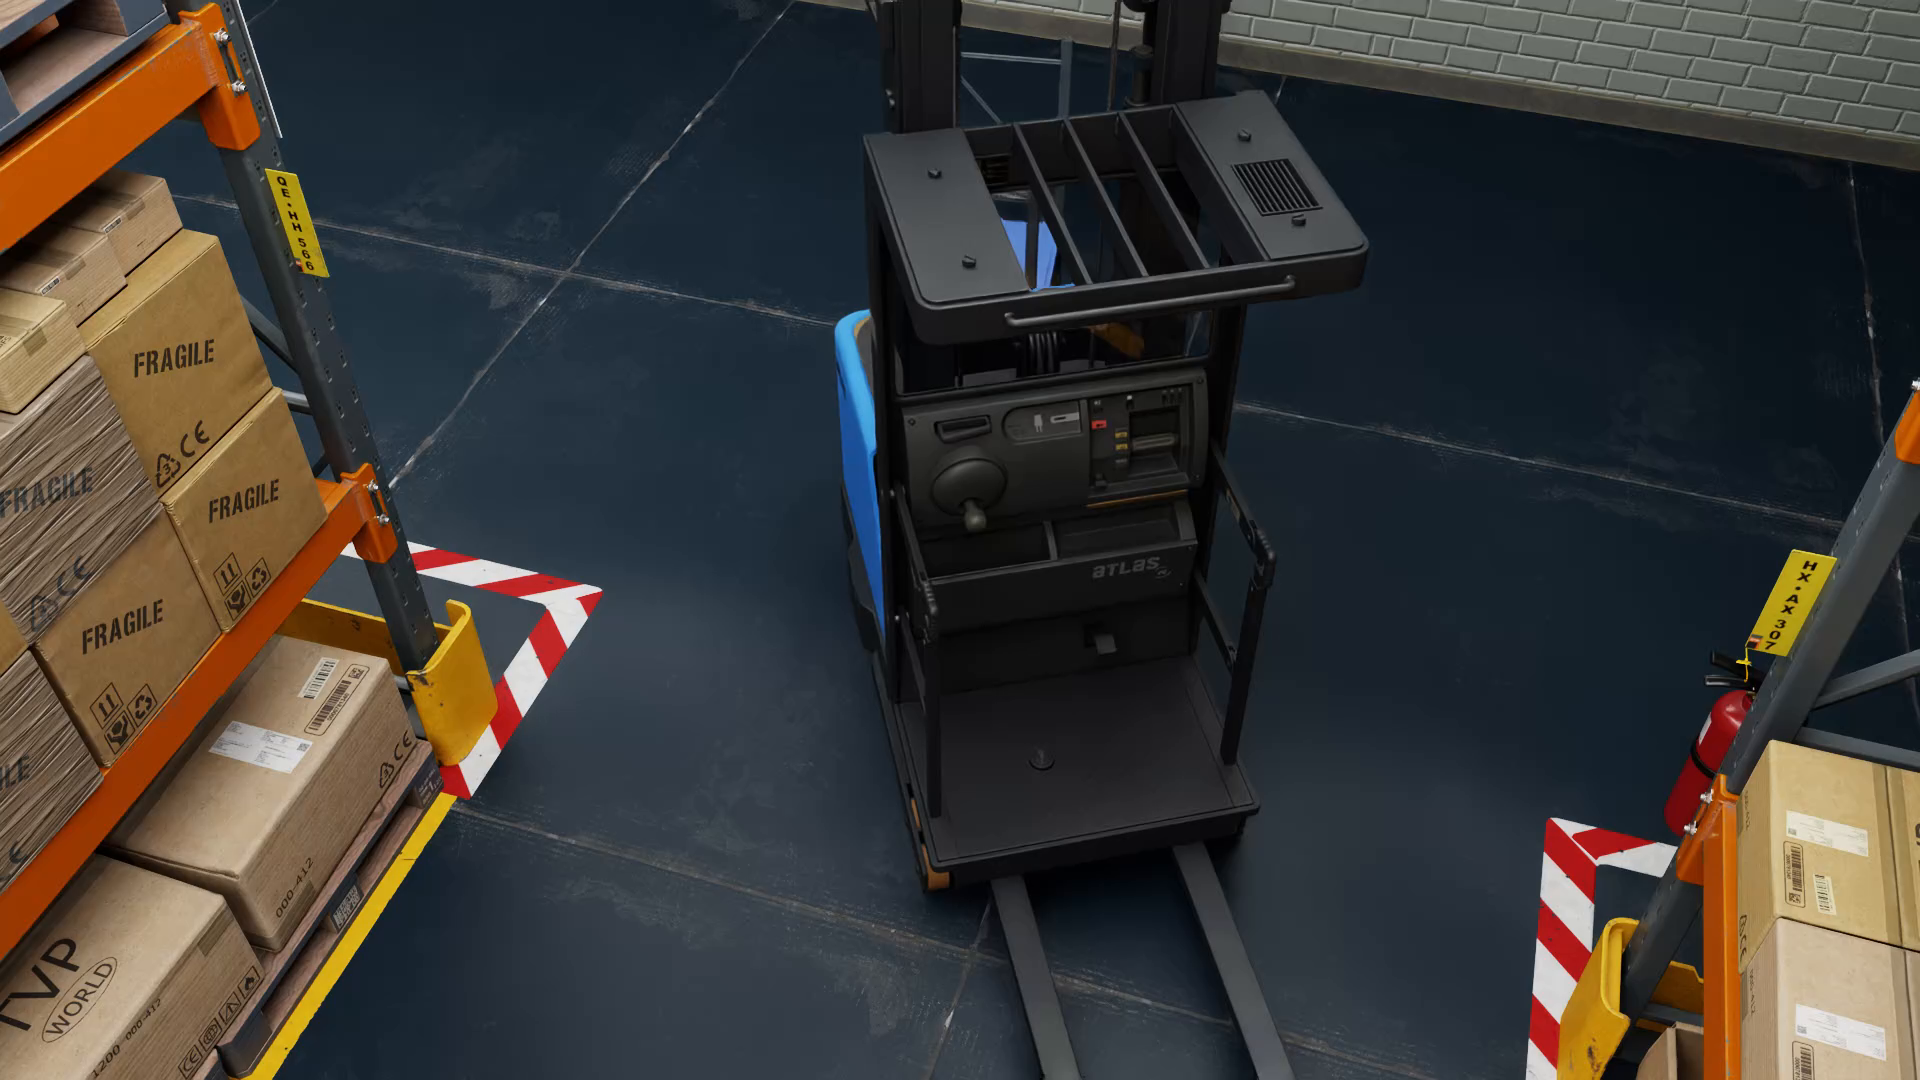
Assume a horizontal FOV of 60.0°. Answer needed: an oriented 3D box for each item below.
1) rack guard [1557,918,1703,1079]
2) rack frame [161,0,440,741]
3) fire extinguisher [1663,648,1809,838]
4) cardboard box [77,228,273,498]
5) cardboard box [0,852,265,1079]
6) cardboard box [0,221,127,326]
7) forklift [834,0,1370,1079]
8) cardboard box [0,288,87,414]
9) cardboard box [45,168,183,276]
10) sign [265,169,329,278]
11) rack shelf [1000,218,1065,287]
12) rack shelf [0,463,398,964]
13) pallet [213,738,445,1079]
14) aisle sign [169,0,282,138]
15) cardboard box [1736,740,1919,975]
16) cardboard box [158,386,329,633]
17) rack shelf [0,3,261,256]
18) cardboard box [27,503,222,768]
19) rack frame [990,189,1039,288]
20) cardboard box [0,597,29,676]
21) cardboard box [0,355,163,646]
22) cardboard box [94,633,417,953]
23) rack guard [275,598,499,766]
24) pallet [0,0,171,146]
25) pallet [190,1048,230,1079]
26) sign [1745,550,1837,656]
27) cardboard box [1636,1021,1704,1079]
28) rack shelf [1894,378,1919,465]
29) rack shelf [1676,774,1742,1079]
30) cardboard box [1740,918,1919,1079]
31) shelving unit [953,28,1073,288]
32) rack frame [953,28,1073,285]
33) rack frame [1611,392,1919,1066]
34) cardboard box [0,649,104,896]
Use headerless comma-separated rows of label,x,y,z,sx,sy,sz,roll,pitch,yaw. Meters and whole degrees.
rack guard,2.410,1.517,4.842,1.175,0.500,0.348,13,46,13
rack frame,-2.298,-0.476,5.091,1.000,3.000,0.127,13,46,13
fire extinguisher,2.037,0.538,4.377,0.296,0.674,0.183,13,46,13
cardboard box,-2.217,-0.497,4.327,0.500,0.500,0.500,14,46,14
cardboard box,-2.672,1.363,4.744,0.875,0.438,0.875,14,46,14
cardboard box,-2.270,-0.645,4.014,0.380,0.149,0.250,13,46,13
forklift,0.343,-0.175,4.833,1.130,2.935,3.031,-9,45,-9
cardboard box,-2.268,-0.455,3.820,0.380,0.149,0.250,12,46,12
cardboard box,-2.216,-0.819,4.192,0.380,0.149,0.250,13,46,13
sign,-1.785,-0.850,4.477,0.100,0.325,0.005,13,46,13
rack shelf,0.122,-1.016,6.973,0.538,0.185,1.000,7,45,7
rack shelf,-2.904,1.115,3.981,1.077,0.370,4.000,13,46,13
pallet,-2.466,1.071,5.505,1.003,0.211,1.213,13,46,13
aisle sign,-1.981,-1.387,4.164,0.394,0.787,0.004,13,46,13
cardboard box,2.039,0.766,3.717,0.500,0.250,0.500,13,46,13
cardboard box,-2.192,-0.134,4.670,0.500,0.500,0.500,13,46,13
rack shelf,-2.904,0.043,2.931,1.077,0.370,4.000,13,46,13
cardboard box,-2.359,0.198,4.332,0.500,0.500,0.500,12,46,12
rack frame,0.039,-0.794,6.489,0.500,1.500,0.032,7,45,7
cardboard box,-2.501,0.187,3.628,0.500,0.500,0.500,12,46,12
cardboard box,-2.348,-0.142,3.964,0.500,0.500,0.500,13,46,13
cardboard box,-2.403,0.751,5.369,0.875,0.438,0.875,11,45,11
rack guard,-2.291,0.402,5.982,1.175,0.500,0.348,13,46,13
pallet,-2.513,-1.019,3.566,1.003,0.211,1.213,13,46,13
pallet,-2.837,1.881,4.677,1.003,0.211,1.213,13,46,12
sign,1.916,0.149,3.834,0.100,0.325,0.005,13,46,13
cardboard box,2.158,1.703,4.350,0.797,0.503,0.637,11,45,11
rack shelf,1.828,1.091,1.860,1.077,0.370,4.000,13,46,13
rack shelf,1.828,2.164,2.909,1.077,0.370,4.000,13,46,13
cardboard box,1.887,1.102,3.374,0.500,0.250,0.500,13,46,13
shelving unit,0.122,-1.145,6.847,0.538,1.500,1.048,7,45,7
rack frame,0.204,-1.495,7.206,0.500,1.500,0.032,7,45,7
rack frame,2.433,0.573,4.019,1.000,3.000,0.127,13,46,13
cardboard box,-2.505,0.543,3.979,0.500,0.500,0.500,14,46,14
